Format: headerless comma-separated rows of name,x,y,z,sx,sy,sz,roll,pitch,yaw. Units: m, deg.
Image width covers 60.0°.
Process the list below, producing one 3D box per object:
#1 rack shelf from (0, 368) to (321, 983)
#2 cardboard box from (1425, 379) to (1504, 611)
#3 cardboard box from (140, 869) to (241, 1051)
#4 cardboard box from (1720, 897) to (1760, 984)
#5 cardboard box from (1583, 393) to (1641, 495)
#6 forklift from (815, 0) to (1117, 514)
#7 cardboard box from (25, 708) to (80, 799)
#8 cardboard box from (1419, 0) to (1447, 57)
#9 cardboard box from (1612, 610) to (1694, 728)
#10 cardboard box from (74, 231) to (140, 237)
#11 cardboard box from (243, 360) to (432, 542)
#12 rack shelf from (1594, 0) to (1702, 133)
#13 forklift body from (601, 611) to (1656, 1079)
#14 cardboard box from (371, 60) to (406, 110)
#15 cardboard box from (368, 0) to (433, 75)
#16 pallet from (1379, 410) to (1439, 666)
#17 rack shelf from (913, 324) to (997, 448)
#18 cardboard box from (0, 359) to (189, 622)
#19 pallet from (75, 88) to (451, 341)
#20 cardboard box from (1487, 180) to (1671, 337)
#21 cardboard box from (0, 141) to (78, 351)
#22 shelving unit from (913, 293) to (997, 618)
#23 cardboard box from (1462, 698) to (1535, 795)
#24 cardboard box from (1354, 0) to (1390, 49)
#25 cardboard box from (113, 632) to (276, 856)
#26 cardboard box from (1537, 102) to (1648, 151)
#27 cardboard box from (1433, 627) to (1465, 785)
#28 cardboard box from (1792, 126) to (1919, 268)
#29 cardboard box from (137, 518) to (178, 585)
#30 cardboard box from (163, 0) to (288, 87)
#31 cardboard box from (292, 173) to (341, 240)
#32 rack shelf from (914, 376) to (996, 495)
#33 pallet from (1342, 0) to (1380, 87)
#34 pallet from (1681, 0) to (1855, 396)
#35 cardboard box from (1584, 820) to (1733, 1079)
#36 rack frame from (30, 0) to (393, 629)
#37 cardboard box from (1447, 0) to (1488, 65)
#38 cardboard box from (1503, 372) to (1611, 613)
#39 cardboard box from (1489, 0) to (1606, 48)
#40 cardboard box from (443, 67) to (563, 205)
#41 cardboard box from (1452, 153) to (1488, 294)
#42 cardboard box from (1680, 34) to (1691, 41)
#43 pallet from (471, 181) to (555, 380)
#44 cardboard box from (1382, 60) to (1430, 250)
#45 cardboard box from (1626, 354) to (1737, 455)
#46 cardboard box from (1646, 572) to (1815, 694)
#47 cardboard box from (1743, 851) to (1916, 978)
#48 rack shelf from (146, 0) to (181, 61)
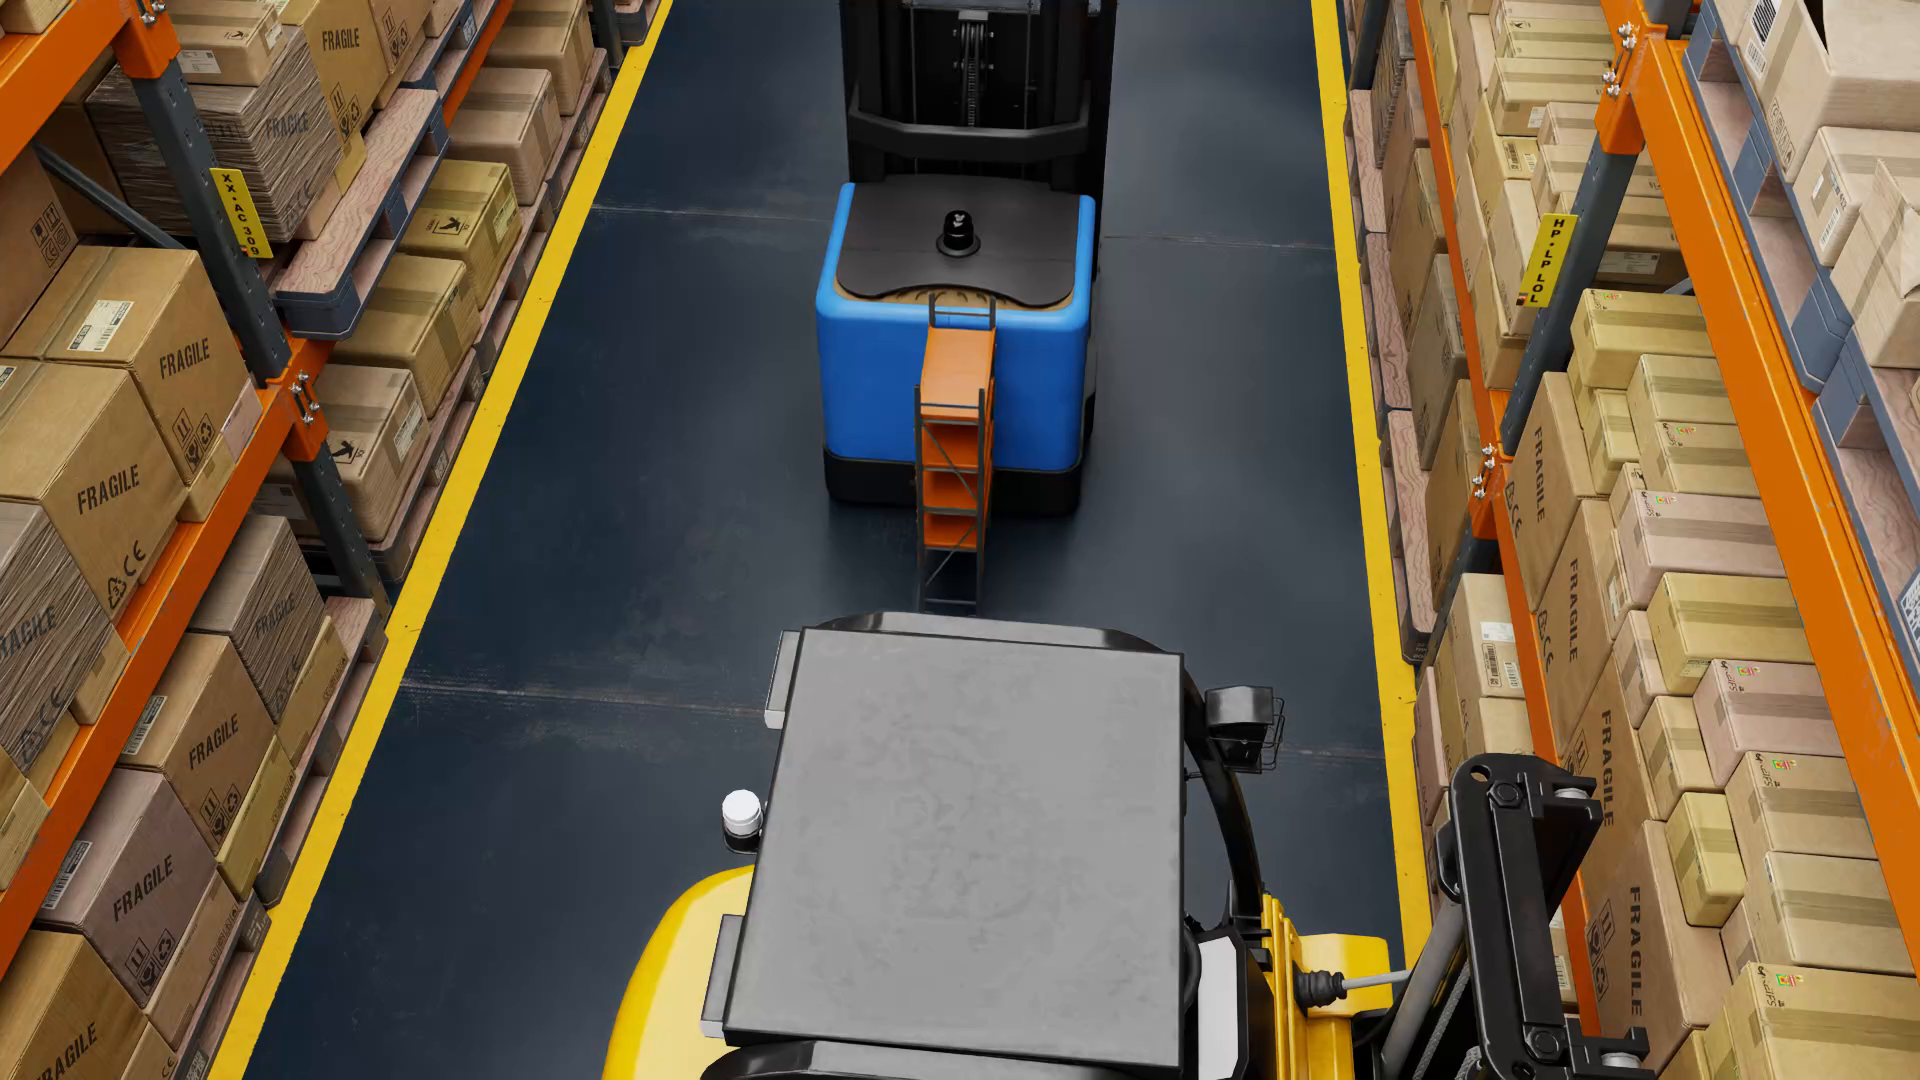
rack shelf,-2.912,0.982,4.333,1.077,0.370,4.000,4,48,4
cardboard box,2.250,-0.124,6.181,0.875,0.625,0.625,6,48,5
cardboard box,-2.606,1.273,5.157,0.500,0.250,0.500,5,48,4
cardboard box,1.807,0.892,3.420,0.380,0.149,0.250,4,48,3
cardboard box,1.900,-0.246,4.460,0.380,0.149,0.250,5,48,4
forklift,0.094,-2.185,6.788,1.130,2.935,3.031,4,48,3
cardboard box,-2.598,0.543,4.416,0.380,0.149,0.250,3,48,3
cardboard box,2.204,-2.231,6.885,0.500,0.250,0.500,2,48,2
cardboard box,1.783,0.317,3.946,0.380,0.149,0.250,3,48,3
cardboard box,-2.958,-1.184,5.712,0.380,0.149,0.250,4,48,4
cardboard box,-2.684,-0.371,6.579,0.950,0.372,0.625,4,48,4
rack shelf,2.396,-2.639,5.612,1.077,0.370,4.000,4,48,4
forklift body,0.205,1.310,4.120,2.313,2.155,1.214,4,48,4
cardboard box,-2.318,-1.755,6.234,0.380,0.149,0.250,5,48,4
cardboard box,-2.298,-2.062,6.076,0.500,0.500,0.500,4,48,3
pallet,2.242,-0.003,6.635,1.003,0.211,1.213,4,48,4
rack shelf,-0.014,-0.554,5.937,0.258,0.148,0.480,4,48,3
cardboard box,-2.563,-0.143,4.605,0.500,0.500,0.500,5,48,5
pallet,-2.515,-1.218,5.987,1.003,0.211,1.213,4,48,4
cardboard box,2.004,-0.896,5.325,0.500,0.250,0.500,3,48,3
cardboard box,-2.986,-0.894,4.614,0.700,0.500,0.500,3,48,3
shelving unit,-0.014,-0.289,6.227,0.258,1.200,0.503,4,48,3
cardboard box,1.800,0.758,4.951,0.500,0.250,0.500,4,48,4
cardboard box,2.403,-2.962,8.862,0.500,0.500,0.500,5,48,5
cardboard box,-2.561,0.629,5.238,0.500,0.500,0.500,5,48,4
cardboard box,2.104,-1.286,5.412,0.380,0.149,0.250,4,48,3
cardboard box,1.862,0.552,5.478,0.500,0.250,0.500,4,48,3
cardboard box,1.800,-0.629,3.103,0.380,0.149,0.250,5,48,5
cardboard box,-2.573,-0.019,4.931,0.380,0.149,0.250,4,48,4
cardboard box,-2.335,-1.548,5.165,0.380,0.149,0.250,4,48,3
cardboard box,-2.365,-1.173,5.701,0.380,0.149,0.250,5,48,4
rack shelf,-0.014,-0.395,6.112,0.258,0.148,0.480,4,48,3
pallet,2.684,-2.944,9.326,1.003,0.211,1.213,4,48,4
pallet,2.162,-0.754,3.460,1.003,0.211,1.213,4,48,4
cardboard box,1.770,0.999,3.762,0.500,0.500,0.500,4,48,4
rack frame,-2.730,-0.731,5.412,1.000,3.000,0.127,4,48,4
cardboard box,2.161,-2.019,6.353,0.500,0.250,0.500,4,48,4
cardboard box,1.913,-0.125,4.790,0.500,0.500,0.500,3,48,2
cardboard box,2.111,-1.859,5.936,0.380,0.149,0.250,4,48,4
cardboard box,-2.486,-1.968,8.039,0.950,0.372,0.625,3,48,3
cardboard box,2.039,-1.107,5.857,0.500,0.250,0.500,4,48,3
cardboard box,2.610,-1.644,5.739,0.380,0.149,0.250,4,48,3
pallet,-2.552,-1.261,7.786,1.003,0.211,1.213,4,48,4
cardboard box,2.456,-1.741,7.660,0.875,0.625,0.625,5,48,5
cardboard box,1.973,-0.339,4.344,0.380,0.149,0.250,5,48,4
cardboard box,1.818,0.222,3.831,0.380,0.149,0.250,3,48,3
cardboard box,1.806,0.782,3.319,0.380,0.149,0.250,4,48,4
rack shelf,-2.548,-2.970,5.914,1.077,0.370,4.000,4,48,4
